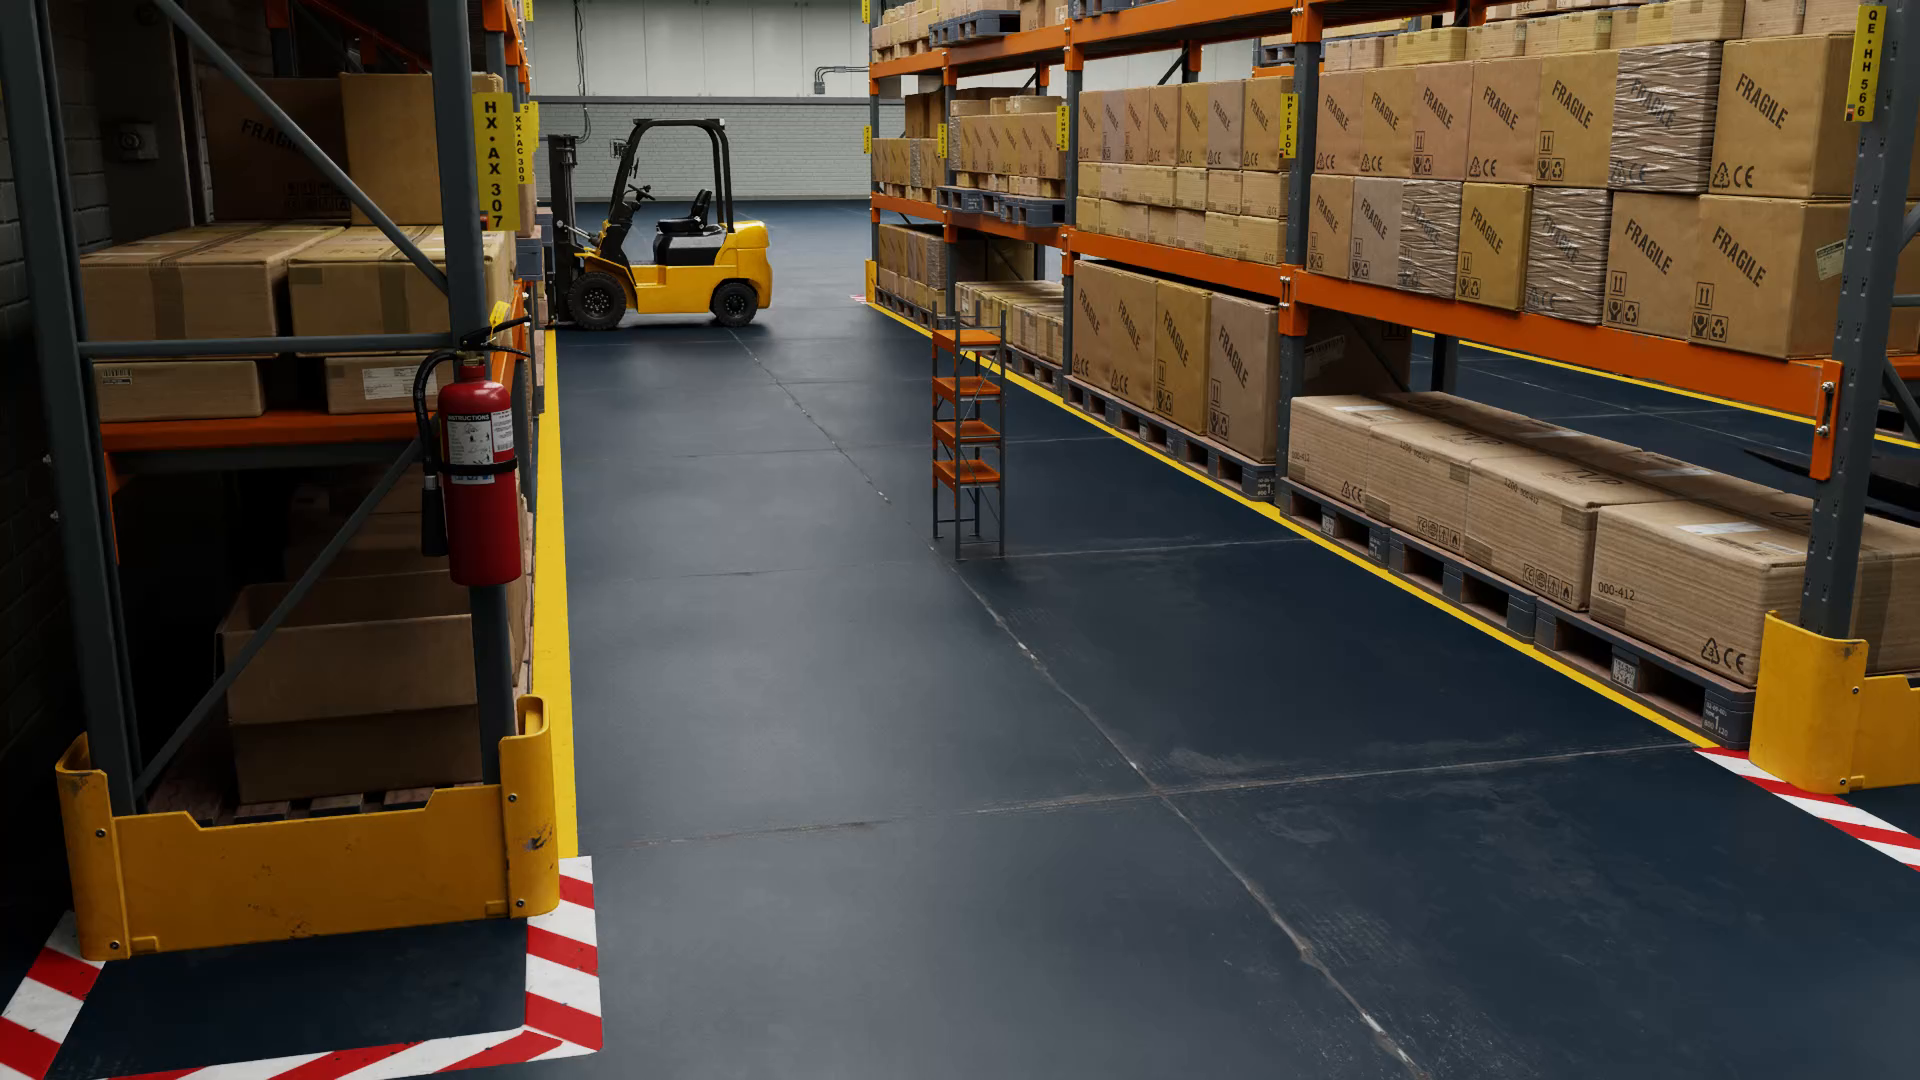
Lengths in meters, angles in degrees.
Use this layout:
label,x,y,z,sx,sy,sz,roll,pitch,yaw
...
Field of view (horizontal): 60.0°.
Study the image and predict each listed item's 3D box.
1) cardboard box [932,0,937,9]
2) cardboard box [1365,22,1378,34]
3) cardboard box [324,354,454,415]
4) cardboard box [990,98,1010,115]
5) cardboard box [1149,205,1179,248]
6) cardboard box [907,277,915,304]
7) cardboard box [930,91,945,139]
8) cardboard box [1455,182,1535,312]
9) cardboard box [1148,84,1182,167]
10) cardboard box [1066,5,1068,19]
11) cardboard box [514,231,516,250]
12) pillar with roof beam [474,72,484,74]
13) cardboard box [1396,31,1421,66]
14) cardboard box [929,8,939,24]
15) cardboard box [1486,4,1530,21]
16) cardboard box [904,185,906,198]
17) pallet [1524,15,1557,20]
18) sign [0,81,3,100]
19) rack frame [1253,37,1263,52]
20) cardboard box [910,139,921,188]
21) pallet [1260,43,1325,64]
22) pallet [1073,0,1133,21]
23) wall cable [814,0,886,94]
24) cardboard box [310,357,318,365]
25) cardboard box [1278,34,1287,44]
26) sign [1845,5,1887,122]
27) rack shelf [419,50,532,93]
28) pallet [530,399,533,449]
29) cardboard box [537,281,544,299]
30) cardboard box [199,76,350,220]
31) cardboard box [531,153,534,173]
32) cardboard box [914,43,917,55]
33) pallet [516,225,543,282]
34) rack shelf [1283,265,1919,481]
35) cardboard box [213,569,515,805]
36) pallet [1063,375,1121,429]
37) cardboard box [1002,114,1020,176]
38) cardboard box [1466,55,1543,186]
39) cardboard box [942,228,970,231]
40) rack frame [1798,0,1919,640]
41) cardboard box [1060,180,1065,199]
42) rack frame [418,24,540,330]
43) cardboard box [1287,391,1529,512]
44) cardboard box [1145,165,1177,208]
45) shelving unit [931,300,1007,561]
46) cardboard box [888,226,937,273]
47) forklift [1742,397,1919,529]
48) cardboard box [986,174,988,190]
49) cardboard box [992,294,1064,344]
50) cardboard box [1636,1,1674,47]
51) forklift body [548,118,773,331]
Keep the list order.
label,x,y,z,sx,sy,sz,roll,pitch,yaw
cardboard box,-0.066,-5.345,16.514,0.380,0.149,0.250,-4,14,-15
cardboard box,4.627,-5.577,18.047,0.380,0.149,0.250,-3,14,-12
cardboard box,-1.459,-0.429,4.393,0.380,0.149,0.250,-3,14,-14
cardboard box,0.479,-3.845,14.756,0.380,0.149,0.250,-2,14,-10
cardboard box,1.541,-2.031,10.736,0.500,0.250,0.500,-3,14,-13
cardboard box,-0.293,-2.735,18.212,0.500,0.250,0.500,-3,14,-12
cardboard box,0.063,-4.650,18.195,0.700,0.500,0.500,-3,14,-14
cardboard box,2.437,-1.236,6.955,0.500,0.500,0.500,-3,14,-12
cardboard box,1.522,-2.639,10.593,0.500,0.500,0.500,-3,14,-12
cardboard box,1.018,-3.979,12.603,0.380,0.149,0.250,-3,14,-13
cardboard box,-2.232,-1.351,7.324,0.500,0.250,0.500,-3,14,-12
pillar with roof beam,-7.571,-12.631,41.167,9.100,9.000,0.400,-3,14,-13
cardboard box,2.233,-2.247,7.619,0.380,0.149,0.250,-3,14,-14
cardboard box,-0.009,-5.122,16.441,0.500,0.250,0.500,-3,14,-14
cardboard box,5.221,-5.055,15.911,0.380,0.149,0.250,-3,14,-13
cardboard box,-0.419,-3.917,18.669,0.380,0.149,0.250,-3,14,-11
pallet,5.616,-4.651,15.222,1.003,0.211,1.213,-3,14,-11
sign,-2.193,-1.150,3.707,0.100,0.325,0.005,-3,14,-13
rack frame,4.205,-7.642,20.747,1.000,3.000,0.127,-3,14,-13
cardboard box,-0.243,-4.025,17.746,0.500,0.500,0.500,-3,14,-12
pallet,4.390,-5.971,20.415,1.003,0.211,1.213,-3,14,-13
pallet,1.499,-3.803,11.751,1.213,0.211,1.003,-3,14,-11
wall cable,-3.340,-16.706,50.682,2.305,6.003,0.169,-3,14,-13
cardboard box,-2.186,-0.638,5.249,0.380,0.149,0.250,-4,14,-15
cardboard box,4.093,-6.102,20.197,0.380,0.149,0.250,-3,14,-13
sign,2.644,-1.388,4.850,0.100,0.325,0.005,-3,14,-13
rack shelf,-4.937,-4.797,16.939,1.077,0.370,4.000,-3,14,-13
pallet,-3.389,-0.777,11.161,1.003,0.211,1.213,-3,14,-13
cardboard box,-4.281,-2.468,16.065,0.500,0.250,0.500,-3,14,-13
cardboard box,-2.497,-1.460,6.194,0.500,0.500,0.500,-4,14,-15
cardboard box,-4.674,-3.747,17.234,0.500,0.500,0.500,-3,14,-13
cardboard box,-0.284,-5.259,17.841,0.380,0.149,0.250,-3,14,-14
pallet,-2.670,-1.480,8.569,1.003,0.211,1.213,-3,14,-13
rack shelf,2.705,-0.850,7.100,1.077,0.370,4.000,-3,14,-13
cardboard box,-1.700,0.402,4.836,0.797,0.503,0.637,-4,14,-15
pallet,1.408,-1.042,12.249,1.003,0.211,1.213,-3,14,-13
cardboard box,0.667,-3.305,13.911,0.500,0.500,0.500,-4,14,-17
cardboard box,2.450,-1.719,6.826,0.500,0.500,0.500,-3,14,-14
cardboard box,0.097,-3.254,18.754,0.500,0.500,0.500,-4,14,-15
rack frame,3.175,-0.738,5.126,1.000,3.000,0.127,-3,14,-13
cardboard box,0.990,-2.728,12.916,0.380,0.149,0.250,-3,14,-11
rack frame,-4.467,-3.228,15.321,1.000,3.000,0.127,-3,14,-13
cardboard box,2.279,-0.469,8.540,0.875,0.438,0.875,-3,14,-14
cardboard box,1.507,-2.270,10.660,0.500,0.250,0.500,-3,14,-12
shelving unit,0.039,-0.545,8.128,0.258,1.200,0.503,-3,14,-13
cardboard box,-0.529,-3.334,19.082,0.500,0.500,0.500,-4,14,-15
forklift,5.096,-1.396,7.965,1.130,2.935,3.031,-2,14,-8
cardboard box,0.446,-3.205,14.869,0.380,0.149,0.250,-3,14,-13
cardboard box,0.819,-1.987,14.890,0.950,0.372,0.625,-3,14,-11
cardboard box,2.651,-1.831,5.918,0.380,0.149,0.250,-3,14,-12
forklift body,-3.188,-3.403,17.825,2.313,2.155,1.214,-3,14,-13
